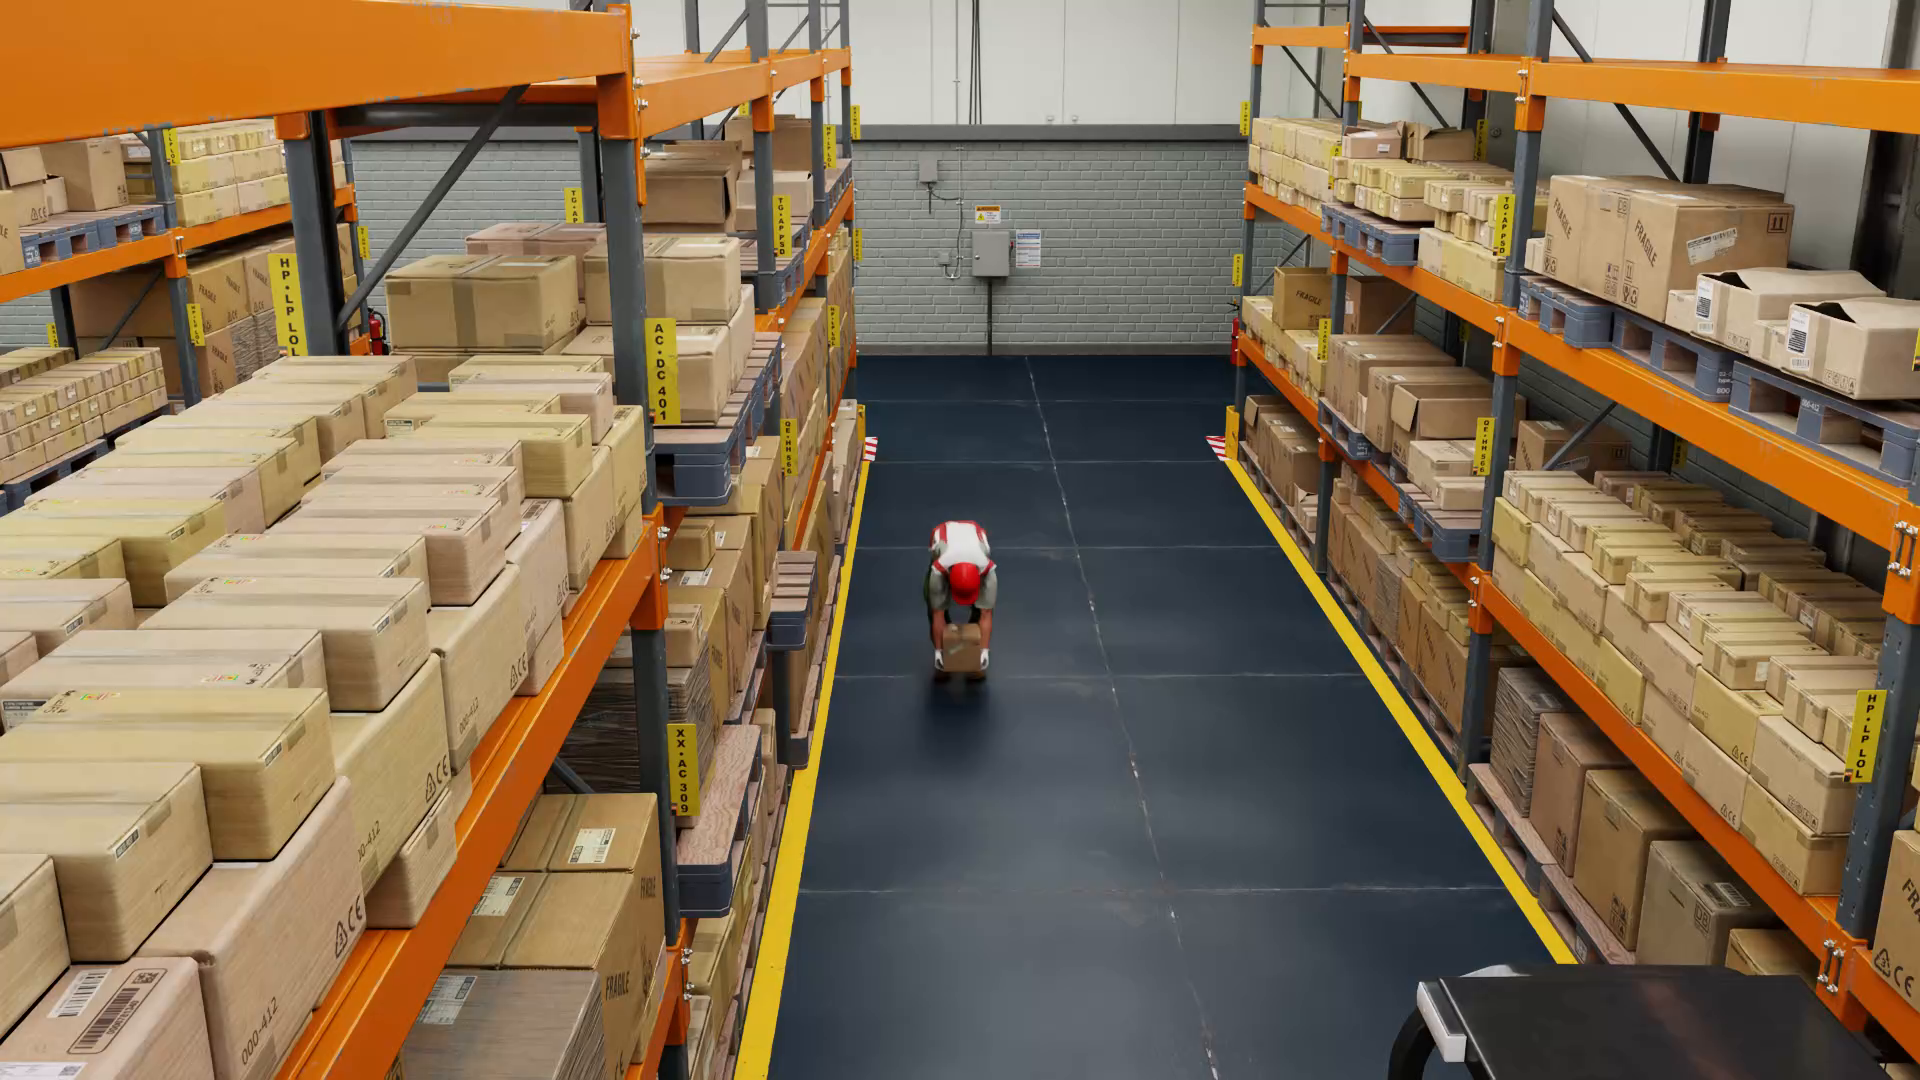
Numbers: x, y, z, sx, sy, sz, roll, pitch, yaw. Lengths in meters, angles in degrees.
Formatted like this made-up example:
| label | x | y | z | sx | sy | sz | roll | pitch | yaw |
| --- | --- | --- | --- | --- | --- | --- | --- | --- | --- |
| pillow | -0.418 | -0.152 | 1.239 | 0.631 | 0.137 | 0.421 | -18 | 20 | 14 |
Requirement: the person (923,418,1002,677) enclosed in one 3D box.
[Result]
| label | x | y | z | sx | sy | sz | roll | pitch | yaw |
| --- | --- | --- | --- | --- | --- | --- | --- | --- | --- |
| person | 0.016 | 0.059 | 11.302 | 0.533 | 1.793 | 0.474 | 0 | 17 | -1 |
